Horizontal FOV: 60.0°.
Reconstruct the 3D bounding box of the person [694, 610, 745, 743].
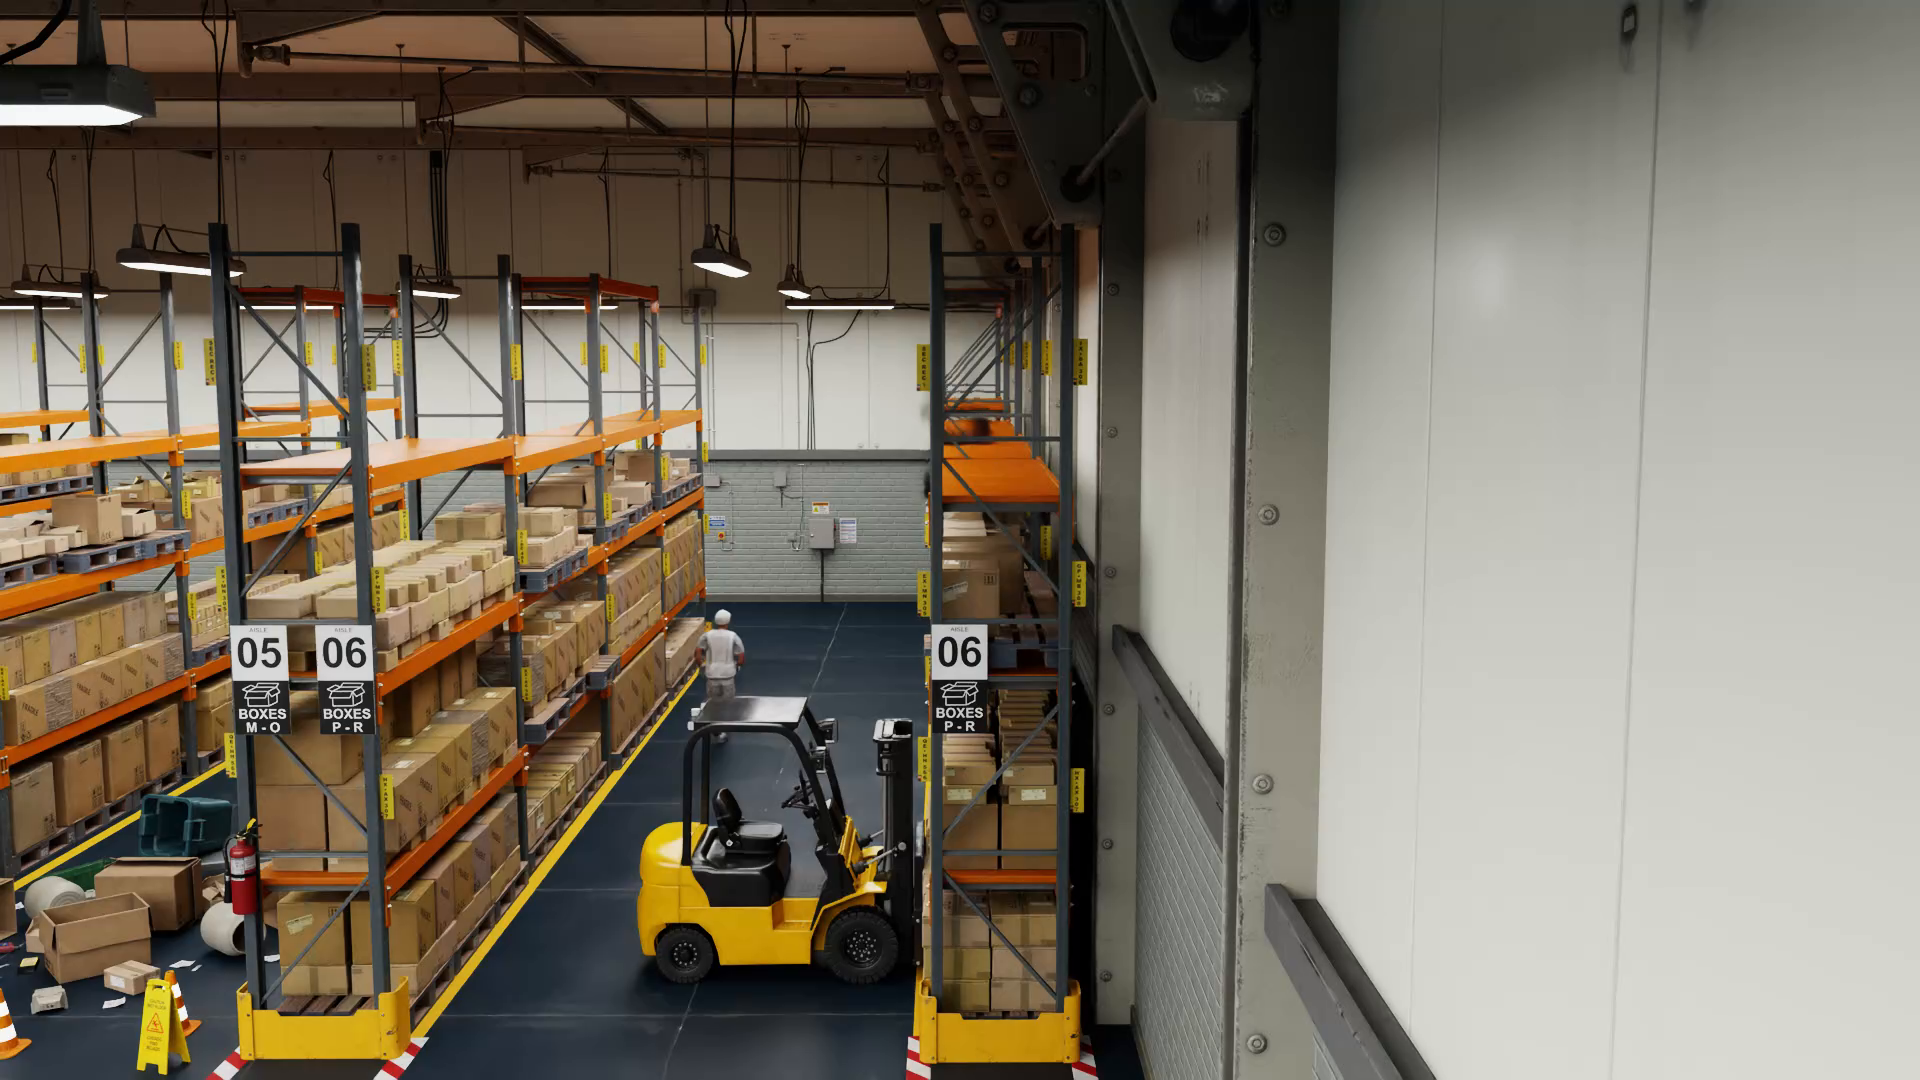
[{"bbox_3d":[-3.128,1.767,21.767,0.654,1.744,0.532,0,7,-1],"label":"person"}]
